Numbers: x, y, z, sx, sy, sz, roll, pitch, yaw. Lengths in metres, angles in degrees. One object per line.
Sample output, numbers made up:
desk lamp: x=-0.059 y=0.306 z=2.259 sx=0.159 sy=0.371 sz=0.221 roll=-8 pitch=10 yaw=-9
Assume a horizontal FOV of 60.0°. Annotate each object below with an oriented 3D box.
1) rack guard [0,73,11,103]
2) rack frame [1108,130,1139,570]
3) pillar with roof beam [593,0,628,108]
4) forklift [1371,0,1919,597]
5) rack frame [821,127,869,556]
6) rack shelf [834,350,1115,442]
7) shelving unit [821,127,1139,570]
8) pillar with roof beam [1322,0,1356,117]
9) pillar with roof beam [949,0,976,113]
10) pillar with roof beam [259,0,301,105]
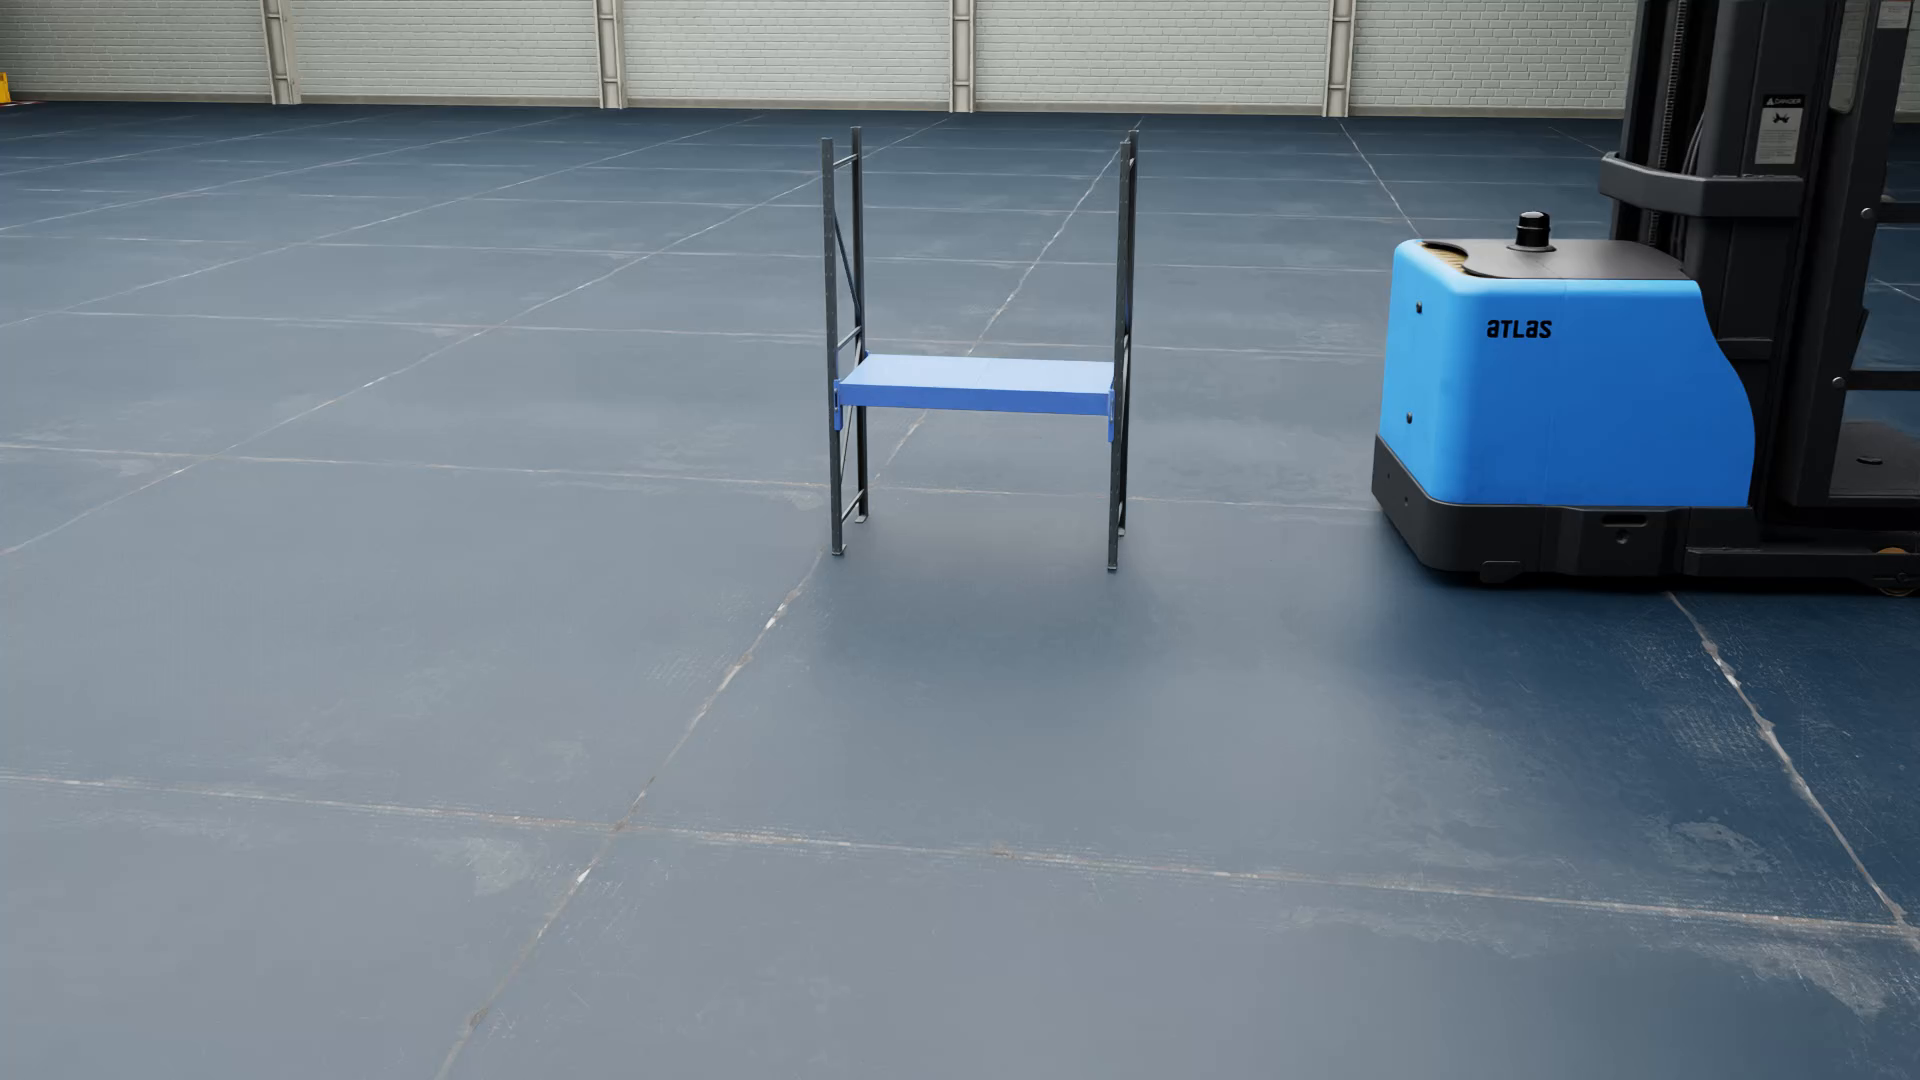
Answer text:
rack guard: x=-17.160 y=-7.877 z=29.058 sx=0.348 sy=0.500 sz=1.175 roll=3 pitch=19 yaw=9
rack frame: x=0.586 y=-0.681 z=5.976 sx=0.032 sy=1.500 sz=0.500 roll=3 pitch=19 yaw=9
pillar with roof beam: x=-6.563 y=-10.274 z=22.826 sx=0.400 sy=9.000 sz=9.100 roll=3 pitch=19 yaw=9
forklift: x=3.146 y=-1.365 z=5.763 sx=3.031 sy=2.935 sz=1.130 roll=1 pitch=19 yaw=2
rack frame: x=-0.418 y=-0.733 z=6.129 sx=0.032 sy=1.500 sz=0.500 roll=3 pitch=19 yaw=9
rack shelf: x=0.084 y=-0.536 z=6.109 sx=1.000 sy=0.185 sz=0.538 roll=3 pitch=19 yaw=9
shelving unit: x=0.084 y=-0.707 z=6.052 sx=1.048 sy=1.500 sz=0.538 roll=3 pitch=19 yaw=9
pillar with roof beam: x=5.285 y=-9.670 z=21.021 sx=0.400 sy=9.000 sz=9.100 roll=3 pitch=19 yaw=9
pillar with roof beam: x=-0.639 y=-9.972 z=21.924 sx=0.400 sy=9.000 sz=9.100 roll=3 pitch=19 yaw=9
pillar with roof beam: x=-12.487 y=-10.576 z=23.729 sx=0.400 sy=9.000 sz=9.100 roll=3 pitch=19 yaw=9
